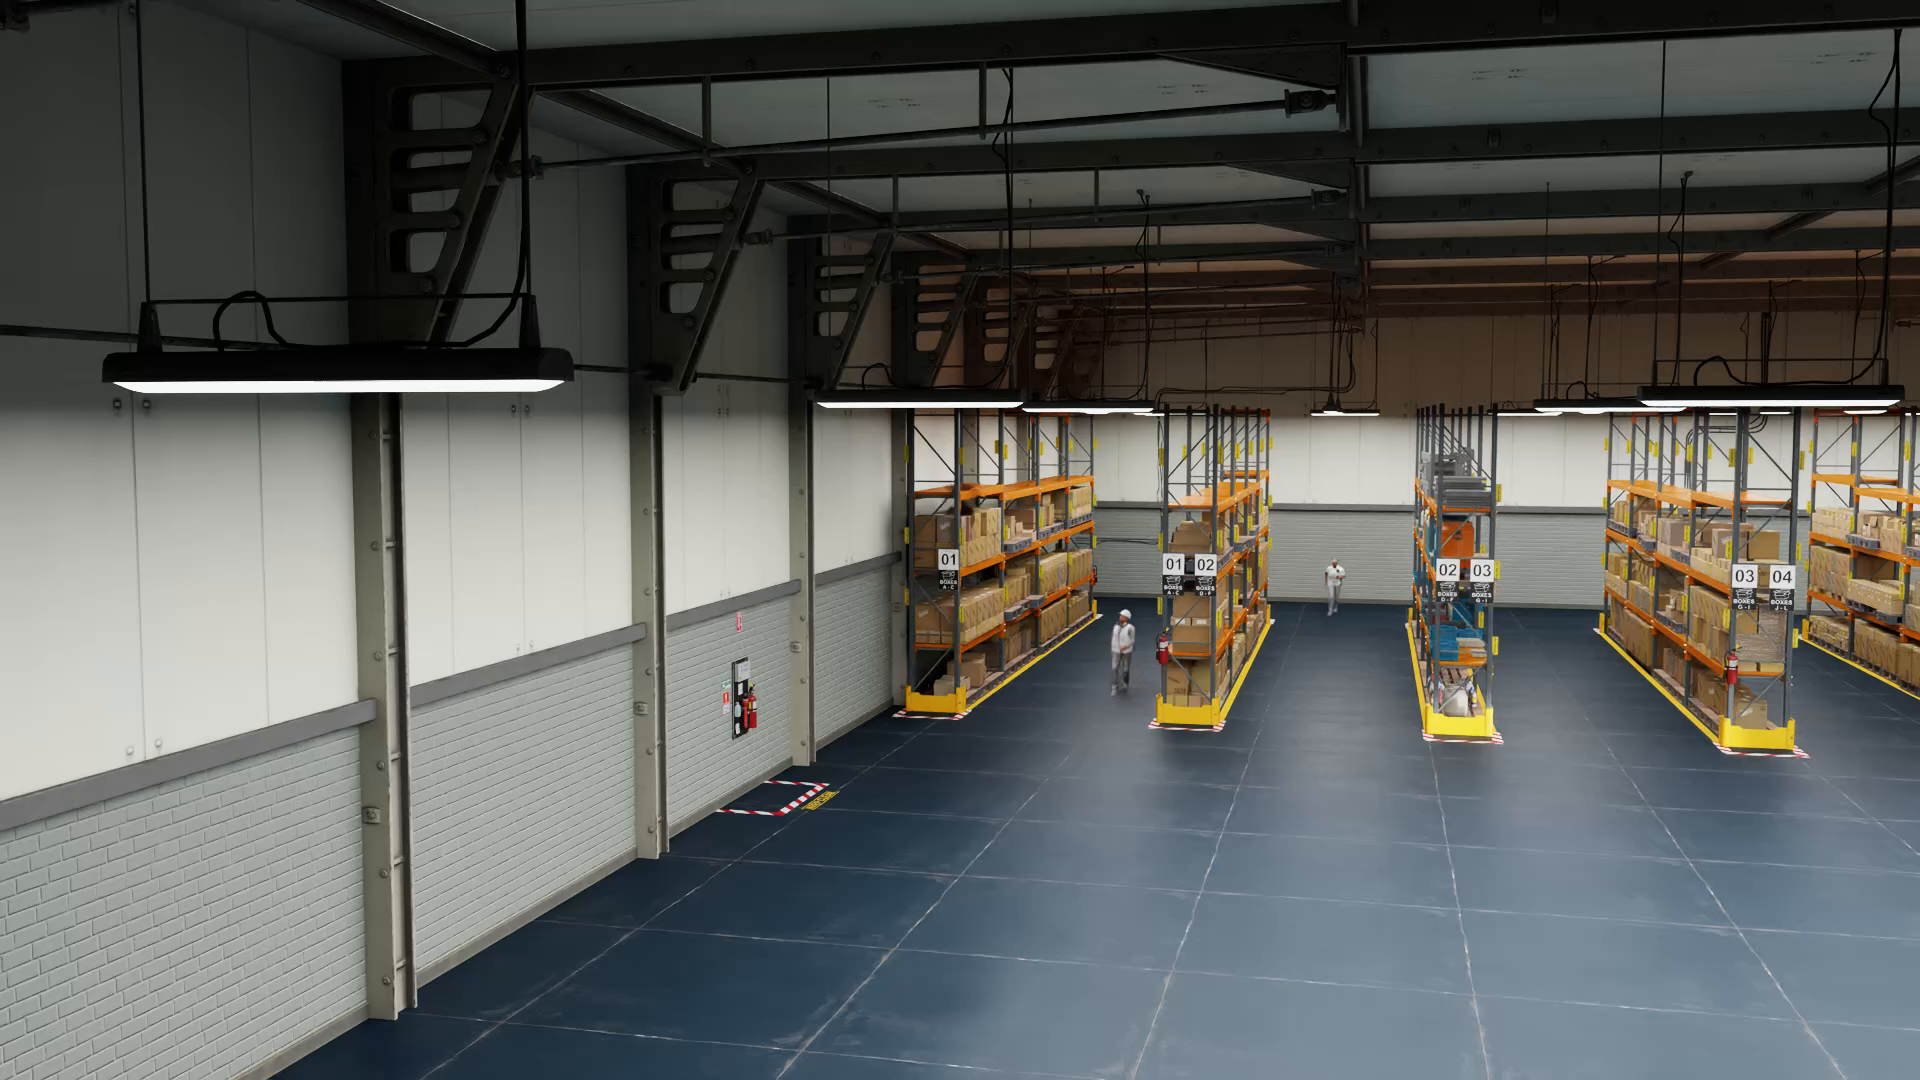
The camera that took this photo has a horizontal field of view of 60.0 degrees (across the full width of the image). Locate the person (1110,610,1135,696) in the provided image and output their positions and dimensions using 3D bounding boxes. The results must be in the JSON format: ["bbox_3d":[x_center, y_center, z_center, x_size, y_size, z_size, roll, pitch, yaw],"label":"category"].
[{"bbox_3d":[3.393,2.349,34.761,0.540,1.768,0.940,1,4,15],"label":"person"}]

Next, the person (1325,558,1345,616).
[{"bbox_3d":[10.938,1.332,48.489,0.575,1.664,0.961,1,4,12],"label":"person"}]
